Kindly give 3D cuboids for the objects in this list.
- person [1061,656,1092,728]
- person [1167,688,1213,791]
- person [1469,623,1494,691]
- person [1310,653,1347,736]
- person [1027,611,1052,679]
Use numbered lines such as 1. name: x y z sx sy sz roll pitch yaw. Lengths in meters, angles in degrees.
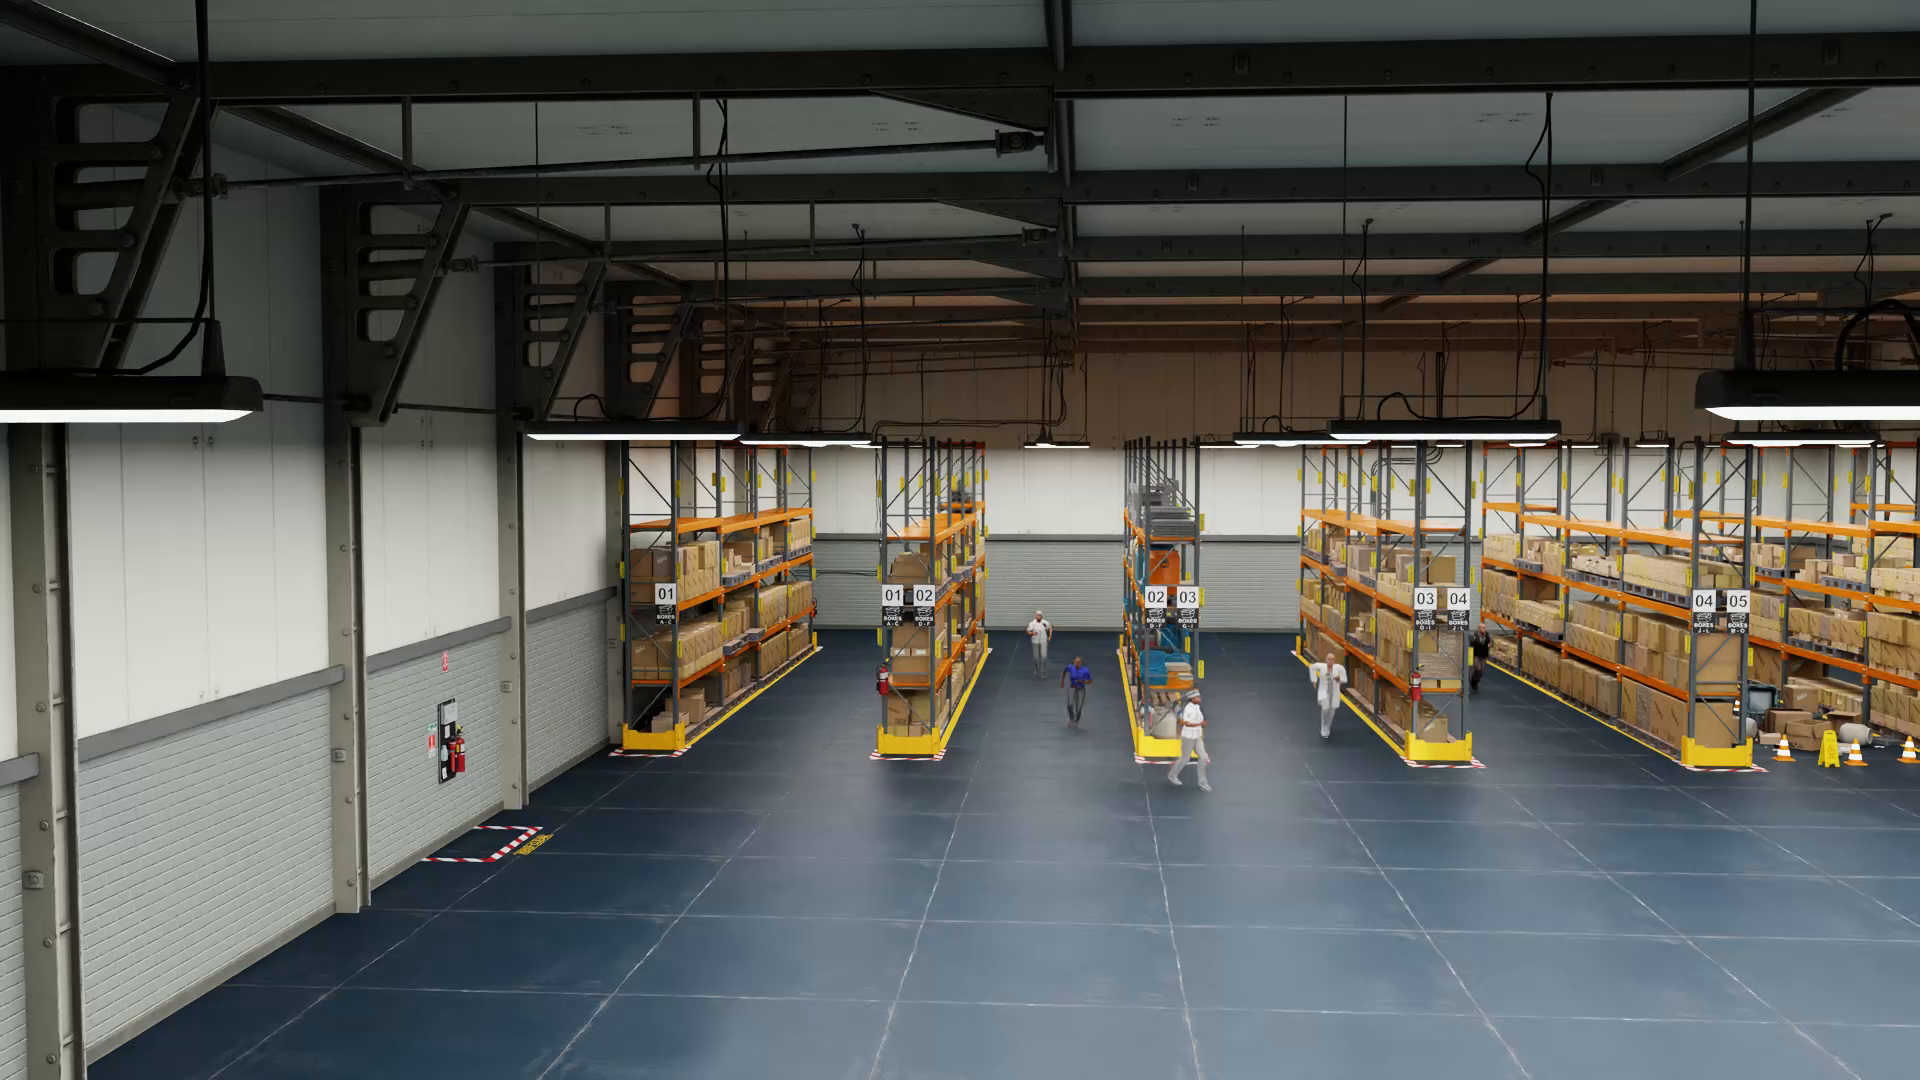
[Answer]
1. person: 2.410 3.136 34.382 0.640 1.547 0.791 0 3 6
2. person: 3.876 3.378 28.131 0.816 1.742 0.555 2 4 31
3. person: 12.313 2.783 39.438 0.644 1.645 0.809 0 3 -7
4. person: 7.322 3.080 33.065 0.690 1.706 0.947 0 3 4
5. person: 2.003 2.649 42.081 0.639 1.728 0.724 0 3 3
